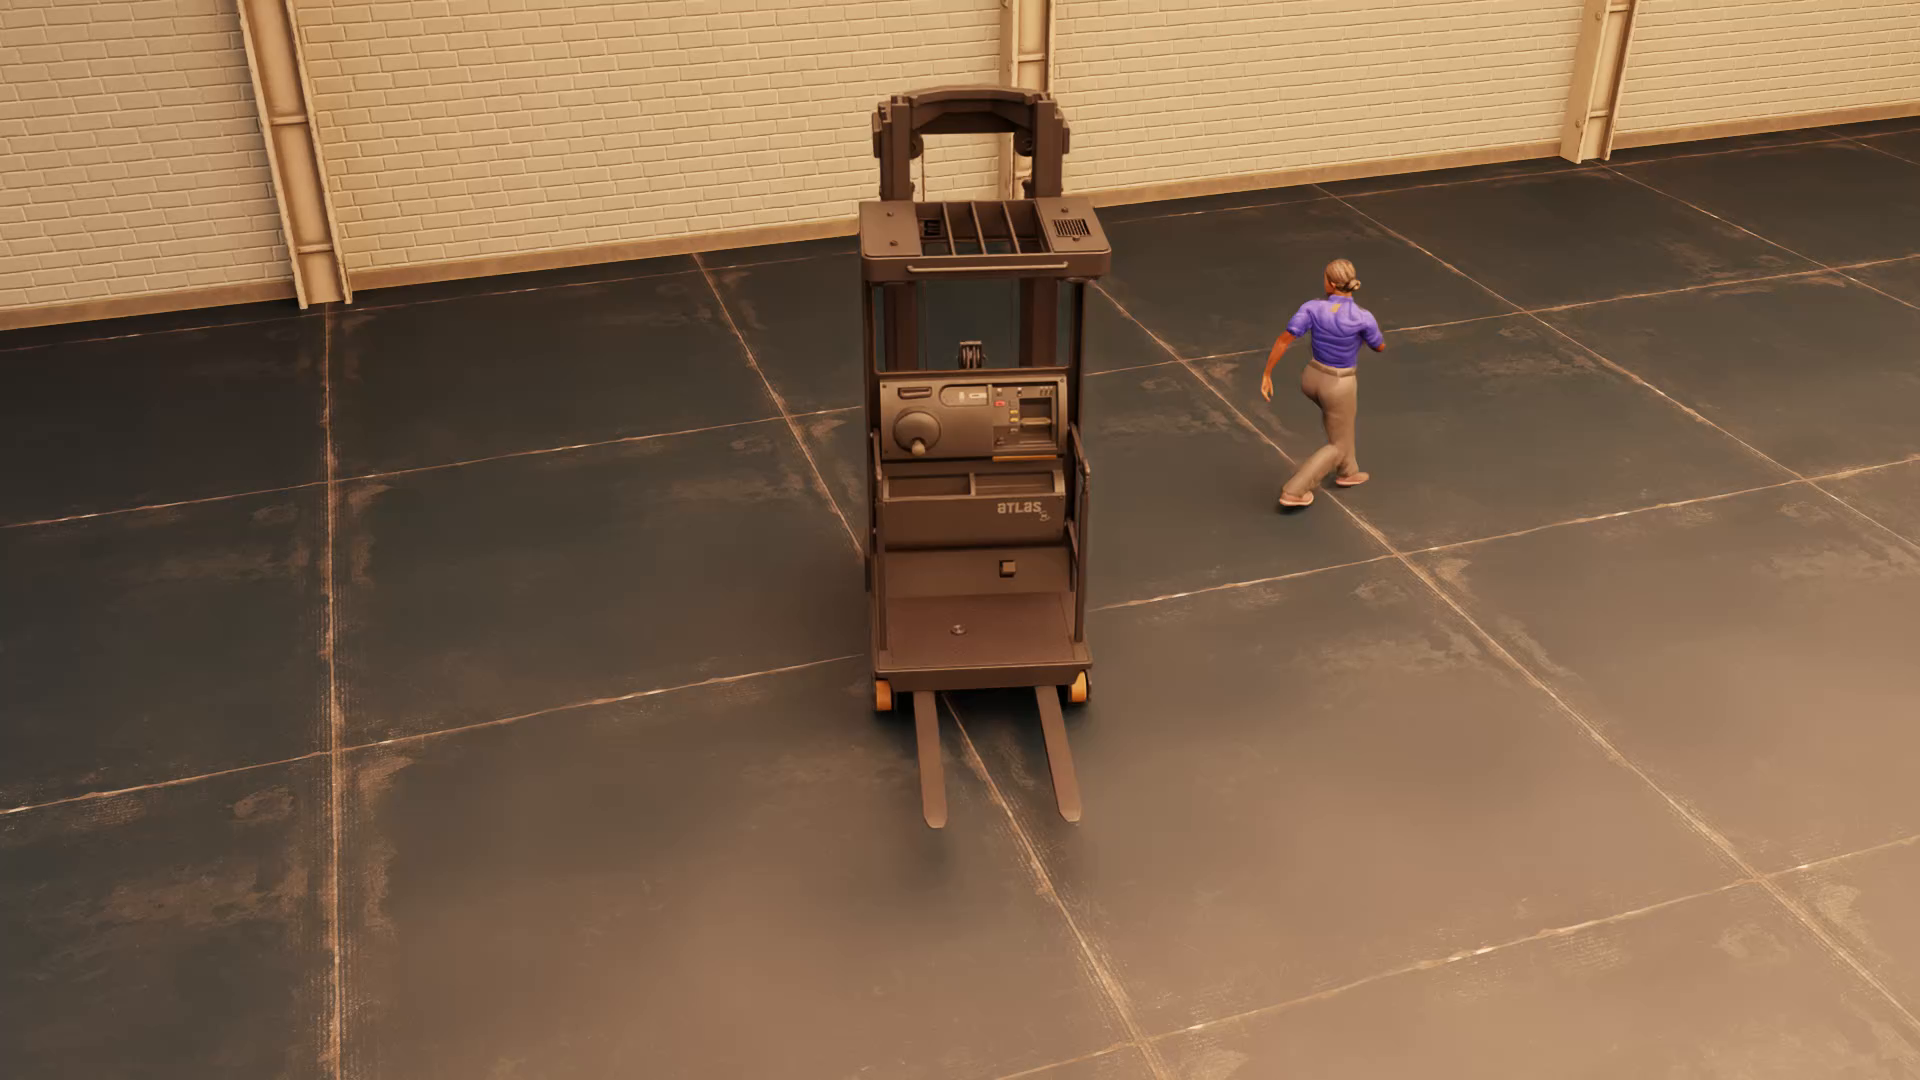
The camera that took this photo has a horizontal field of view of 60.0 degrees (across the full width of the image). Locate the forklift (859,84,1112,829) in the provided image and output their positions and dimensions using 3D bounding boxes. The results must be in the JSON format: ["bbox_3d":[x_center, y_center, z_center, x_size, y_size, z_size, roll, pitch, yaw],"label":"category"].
[{"bbox_3d":[0.087,-0.566,8.071,1.130,2.935,3.031,-2,30,-4],"label":"forklift"}]

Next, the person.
[{"bbox_3d":[2.274,-0.958,10.156,0.890,1.596,0.470,-22,37,-34],"label":"person"}]
